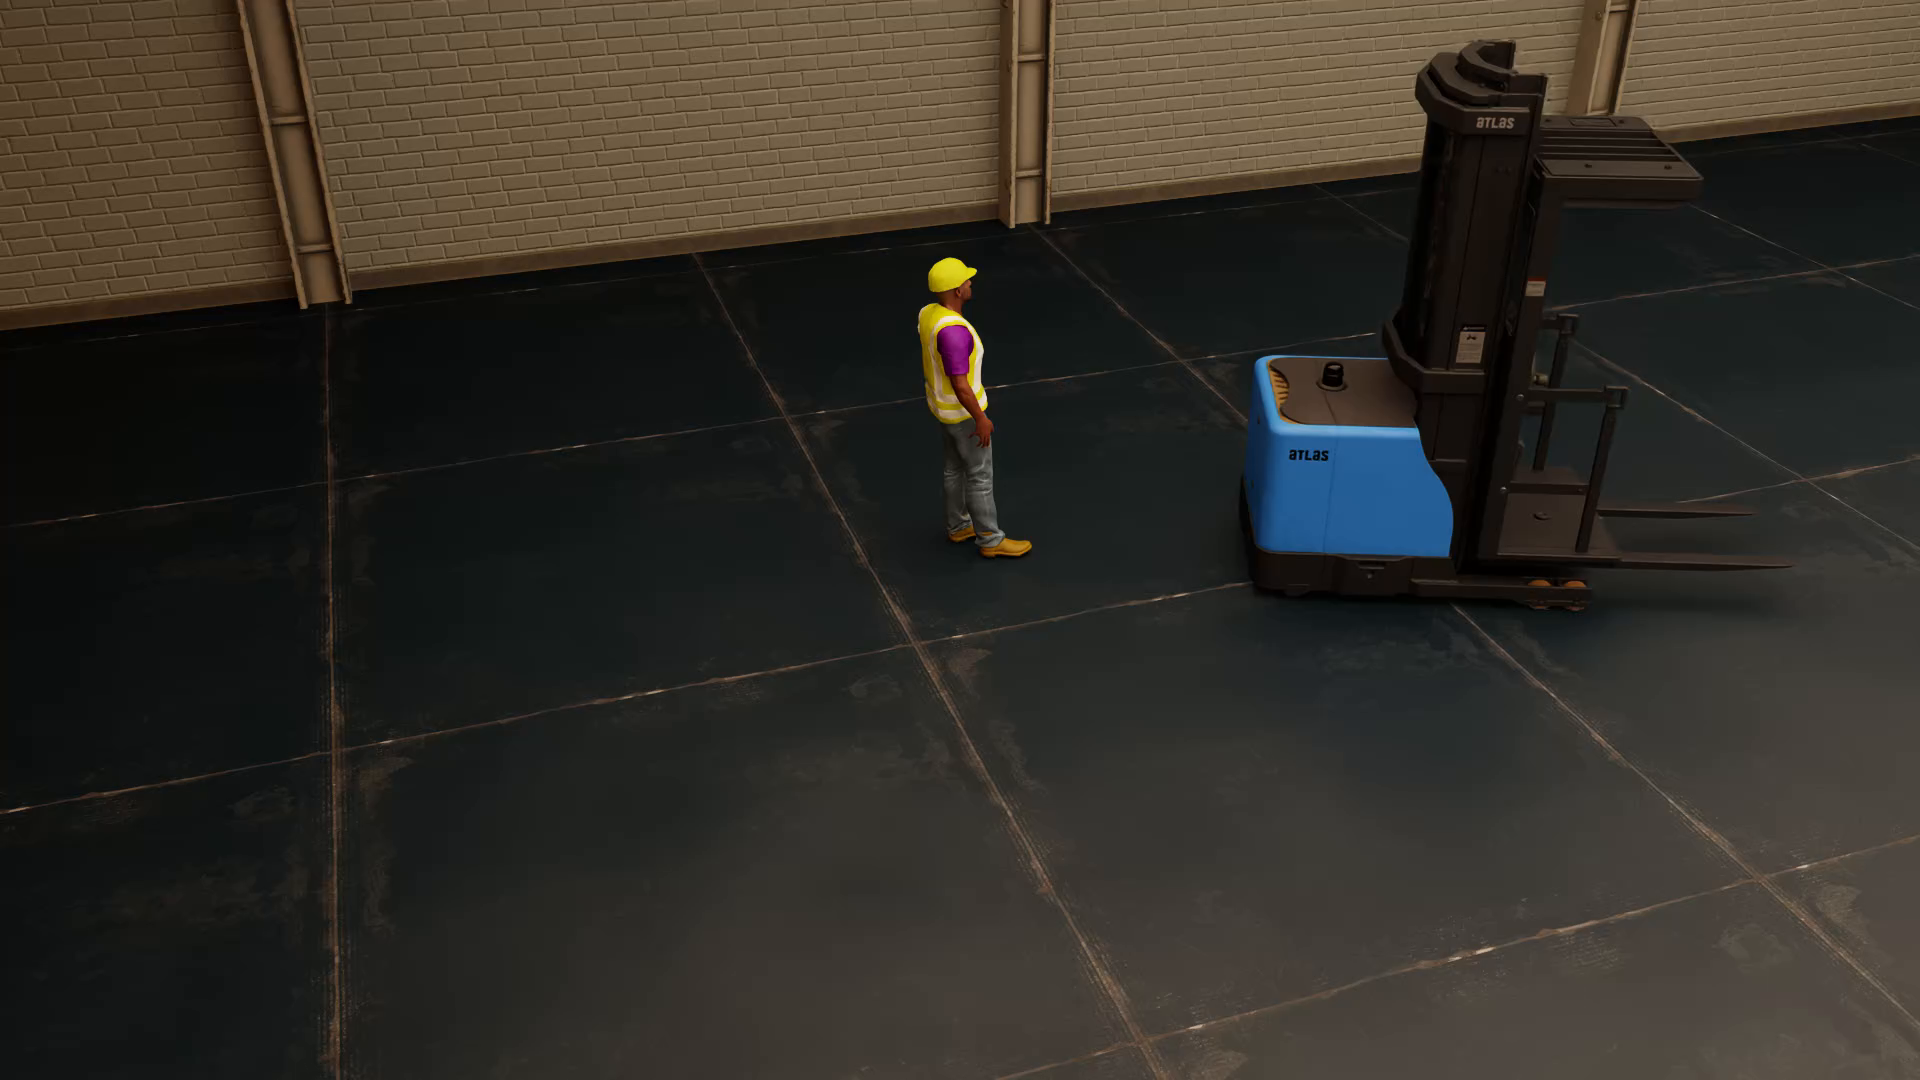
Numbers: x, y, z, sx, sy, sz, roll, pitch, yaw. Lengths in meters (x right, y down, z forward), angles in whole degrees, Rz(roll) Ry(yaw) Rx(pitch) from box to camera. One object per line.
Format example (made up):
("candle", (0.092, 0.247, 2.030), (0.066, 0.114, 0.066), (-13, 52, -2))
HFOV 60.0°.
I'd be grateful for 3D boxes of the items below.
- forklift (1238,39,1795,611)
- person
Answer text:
("forklift", (3.198, -1.148, 9.081), (3.031, 2.935, 1.130), (2, 30, 3))
("person", (0.068, -0.780, 9.596), (0.575, 1.768, 0.665), (-10, 31, -16))
